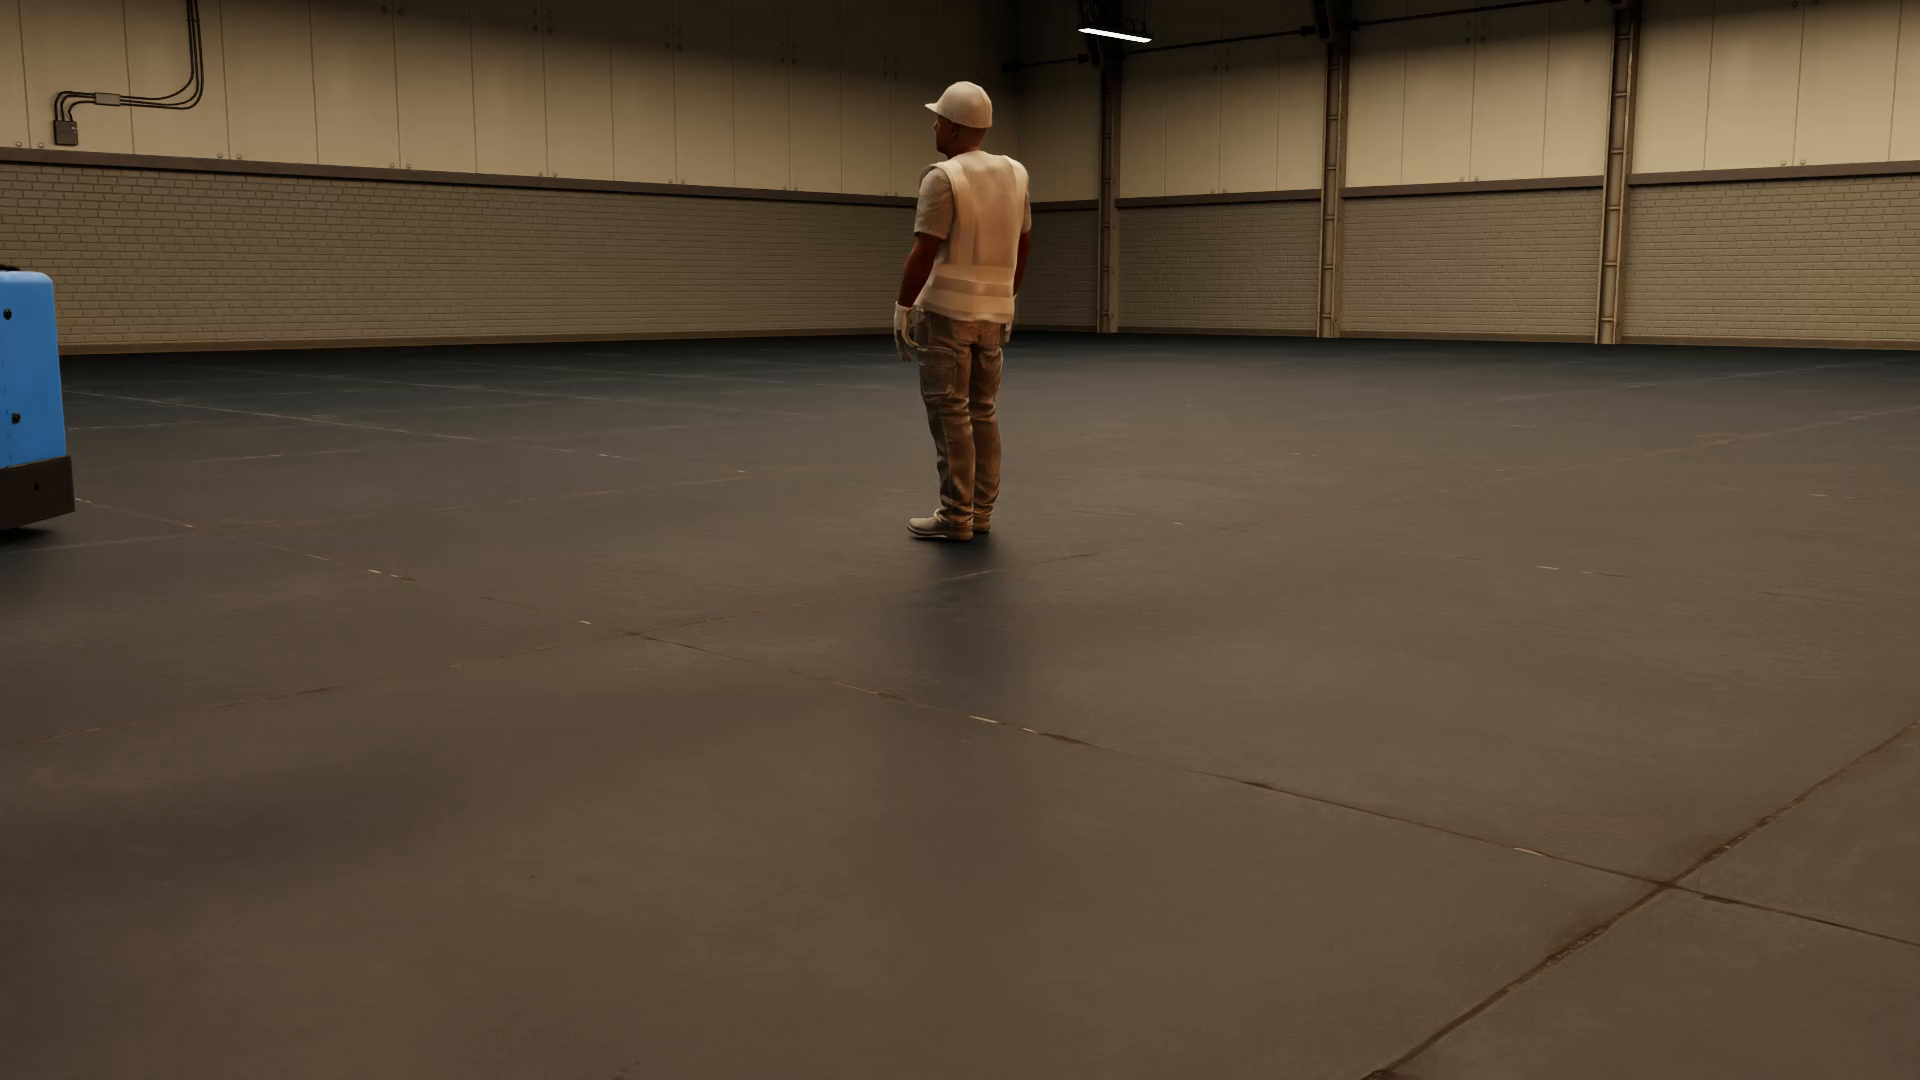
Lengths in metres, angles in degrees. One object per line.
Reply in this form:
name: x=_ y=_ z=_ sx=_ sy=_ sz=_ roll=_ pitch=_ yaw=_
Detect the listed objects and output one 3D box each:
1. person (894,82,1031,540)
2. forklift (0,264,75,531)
person: x=-0.047 y=-0.897 z=6.639 sx=0.575 sy=1.784 sz=0.656 roll=8 pitch=12 yaw=43
forklift: x=-5.244 y=-1.427 z=6.348 sx=3.031 sy=2.935 sz=1.130 roll=0 pitch=9 yaw=-1
